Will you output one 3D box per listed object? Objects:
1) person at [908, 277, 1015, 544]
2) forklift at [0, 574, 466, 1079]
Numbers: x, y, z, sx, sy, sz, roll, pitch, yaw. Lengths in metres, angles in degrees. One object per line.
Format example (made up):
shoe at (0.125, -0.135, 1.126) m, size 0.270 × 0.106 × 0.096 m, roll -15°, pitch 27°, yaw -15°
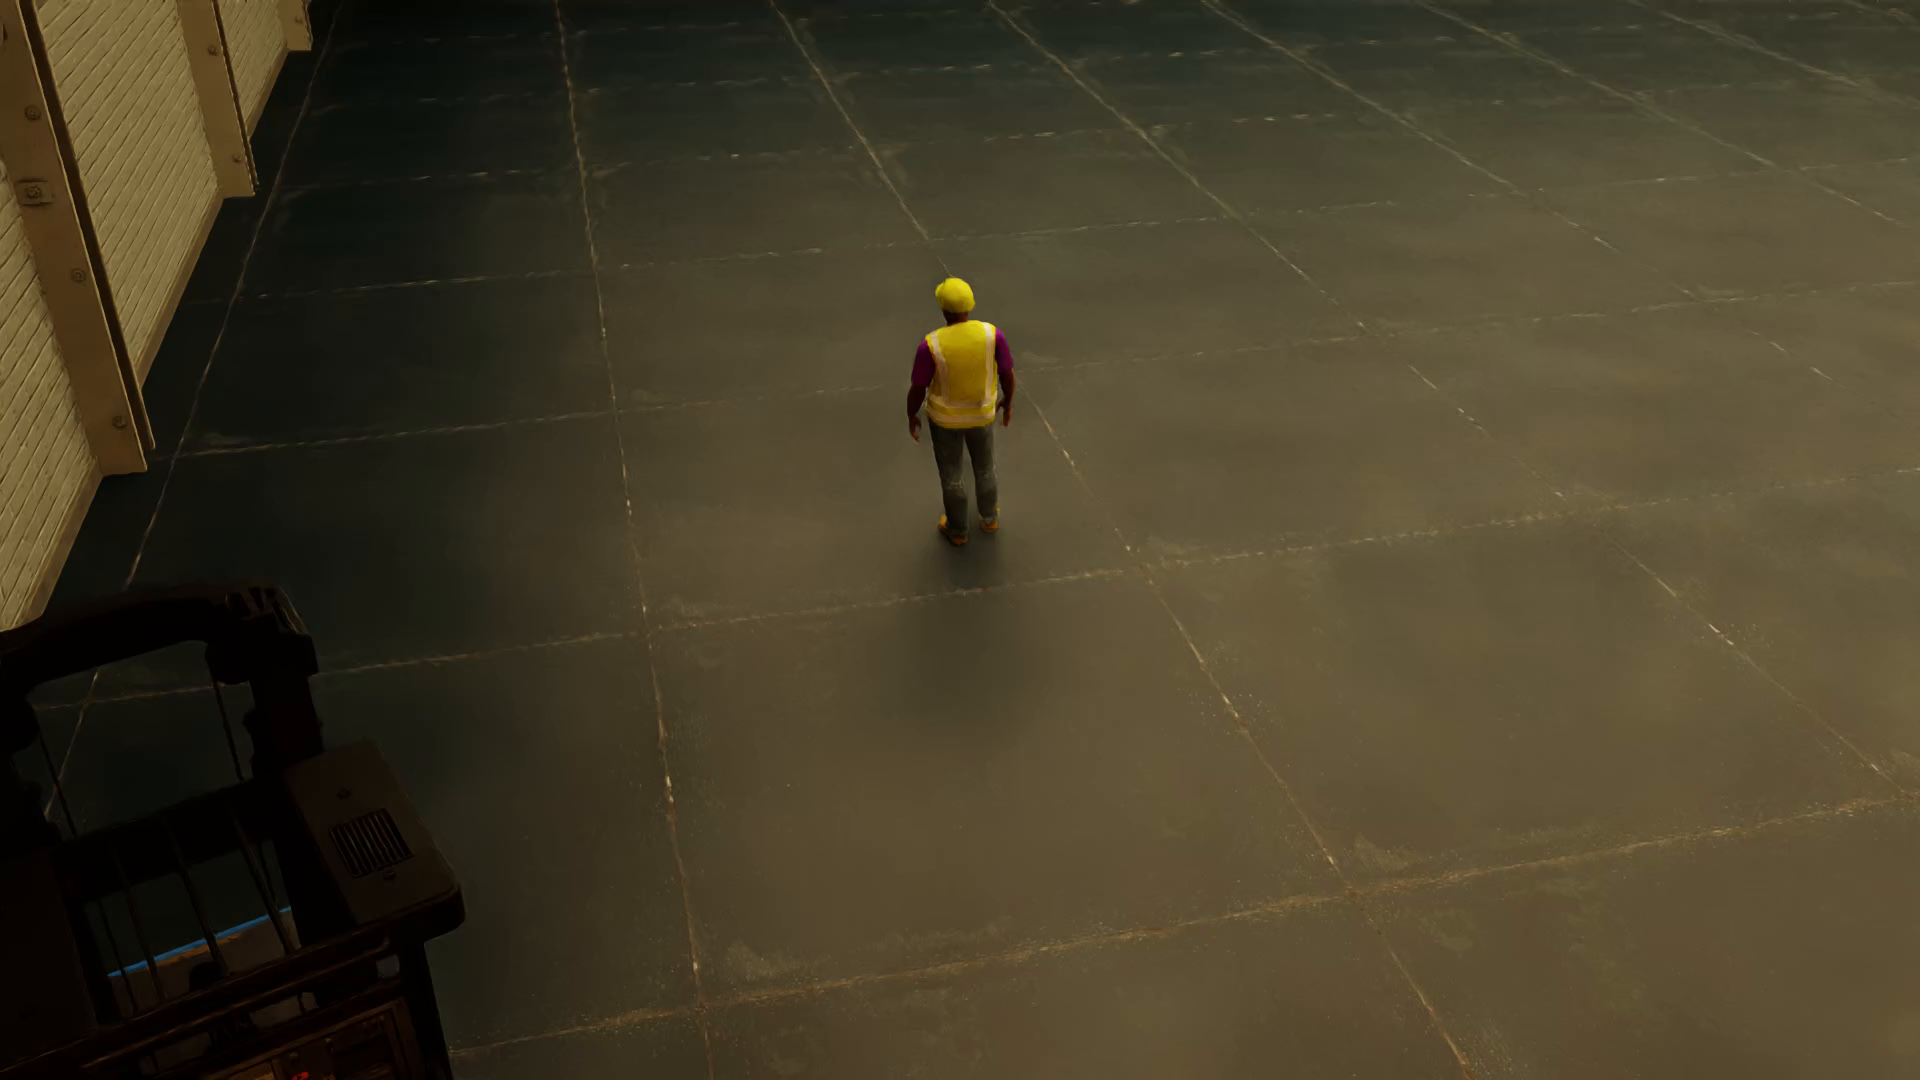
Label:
person at (-0.011, -0.805, 10.114) m, size 0.665 × 1.766 × 0.576 m, roll -7°, pitch 31°, yaw -12°
forklift at (-1.912, 1.700, 4.639) m, size 1.130 × 2.935 × 3.031 m, roll -18°, pitch 35°, yaw -29°
